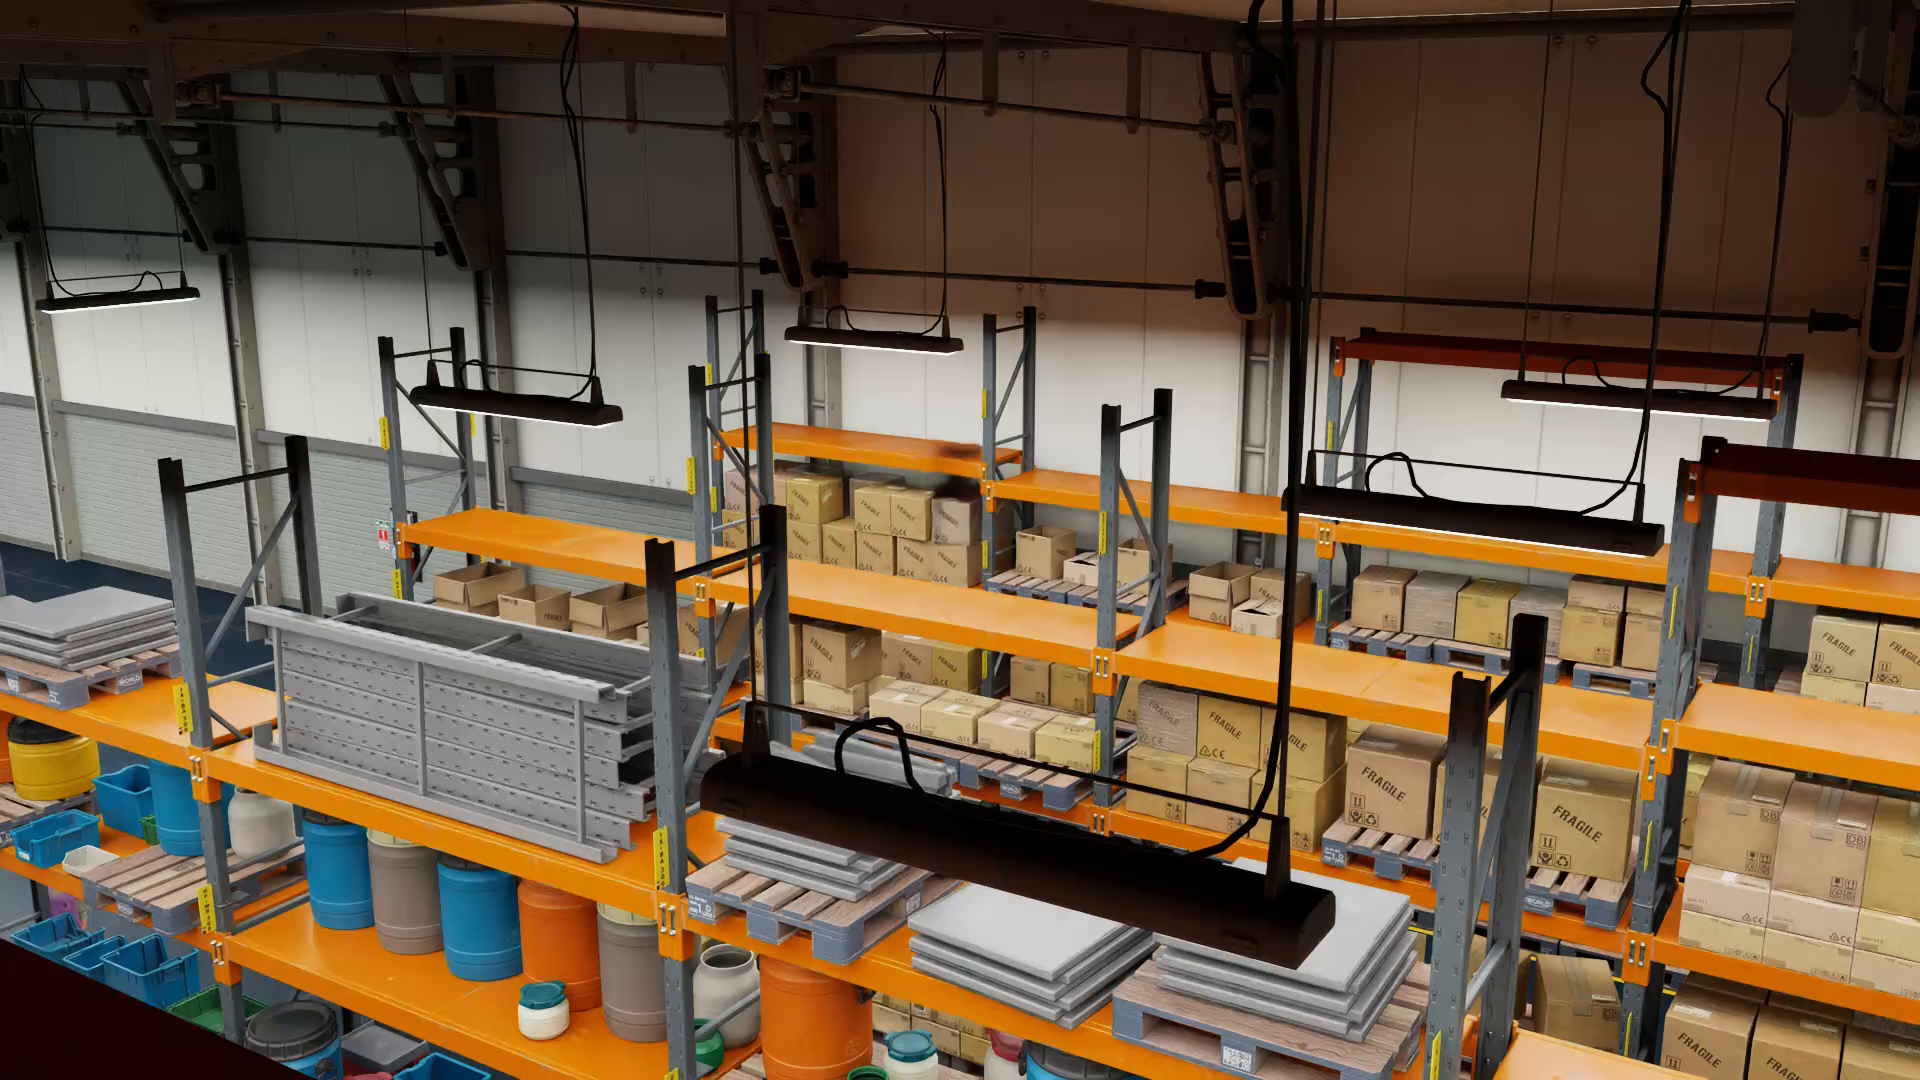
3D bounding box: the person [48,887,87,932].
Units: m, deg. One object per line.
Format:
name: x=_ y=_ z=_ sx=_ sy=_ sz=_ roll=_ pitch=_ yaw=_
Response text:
person: x=-8.293 y=3.618 z=15.319 sx=0.518 sy=1.618 sz=0.326 roll=-3 pitch=14 yaw=-10
